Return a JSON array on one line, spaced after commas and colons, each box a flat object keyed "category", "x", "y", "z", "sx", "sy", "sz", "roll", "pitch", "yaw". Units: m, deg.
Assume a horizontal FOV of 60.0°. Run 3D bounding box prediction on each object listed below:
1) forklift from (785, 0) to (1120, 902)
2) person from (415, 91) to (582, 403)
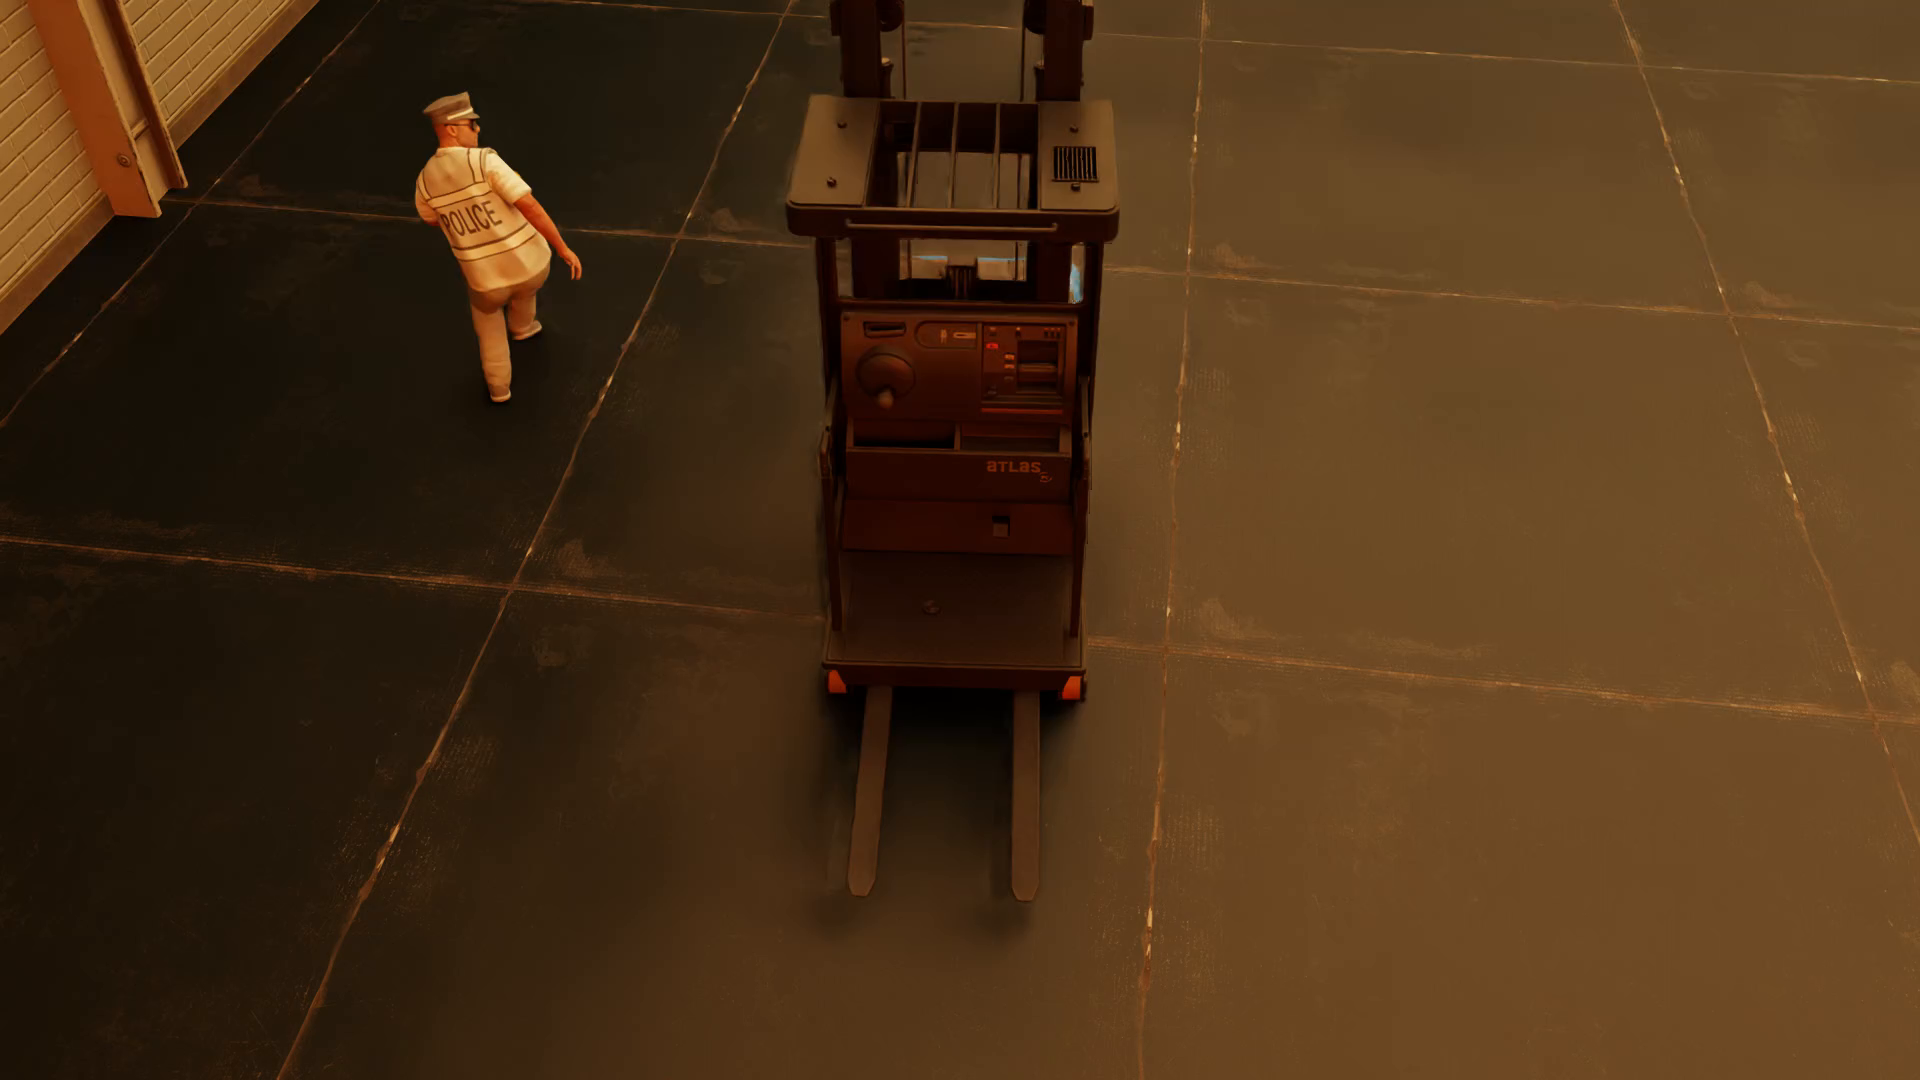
[{"category": "forklift", "x": -0.011, "y": -0.618, "z": 6.397, "sx": 1.130, "sy": 2.935, "sz": 3.031, "roll": 1, "pitch": 43, "yaw": 2}, {"category": "person", "x": -2.297, "y": -1.519, "z": 8.404, "sx": 0.774, "sy": 1.574, "sz": 0.791, "roll": -6, "pitch": 43, "yaw": -6}]
